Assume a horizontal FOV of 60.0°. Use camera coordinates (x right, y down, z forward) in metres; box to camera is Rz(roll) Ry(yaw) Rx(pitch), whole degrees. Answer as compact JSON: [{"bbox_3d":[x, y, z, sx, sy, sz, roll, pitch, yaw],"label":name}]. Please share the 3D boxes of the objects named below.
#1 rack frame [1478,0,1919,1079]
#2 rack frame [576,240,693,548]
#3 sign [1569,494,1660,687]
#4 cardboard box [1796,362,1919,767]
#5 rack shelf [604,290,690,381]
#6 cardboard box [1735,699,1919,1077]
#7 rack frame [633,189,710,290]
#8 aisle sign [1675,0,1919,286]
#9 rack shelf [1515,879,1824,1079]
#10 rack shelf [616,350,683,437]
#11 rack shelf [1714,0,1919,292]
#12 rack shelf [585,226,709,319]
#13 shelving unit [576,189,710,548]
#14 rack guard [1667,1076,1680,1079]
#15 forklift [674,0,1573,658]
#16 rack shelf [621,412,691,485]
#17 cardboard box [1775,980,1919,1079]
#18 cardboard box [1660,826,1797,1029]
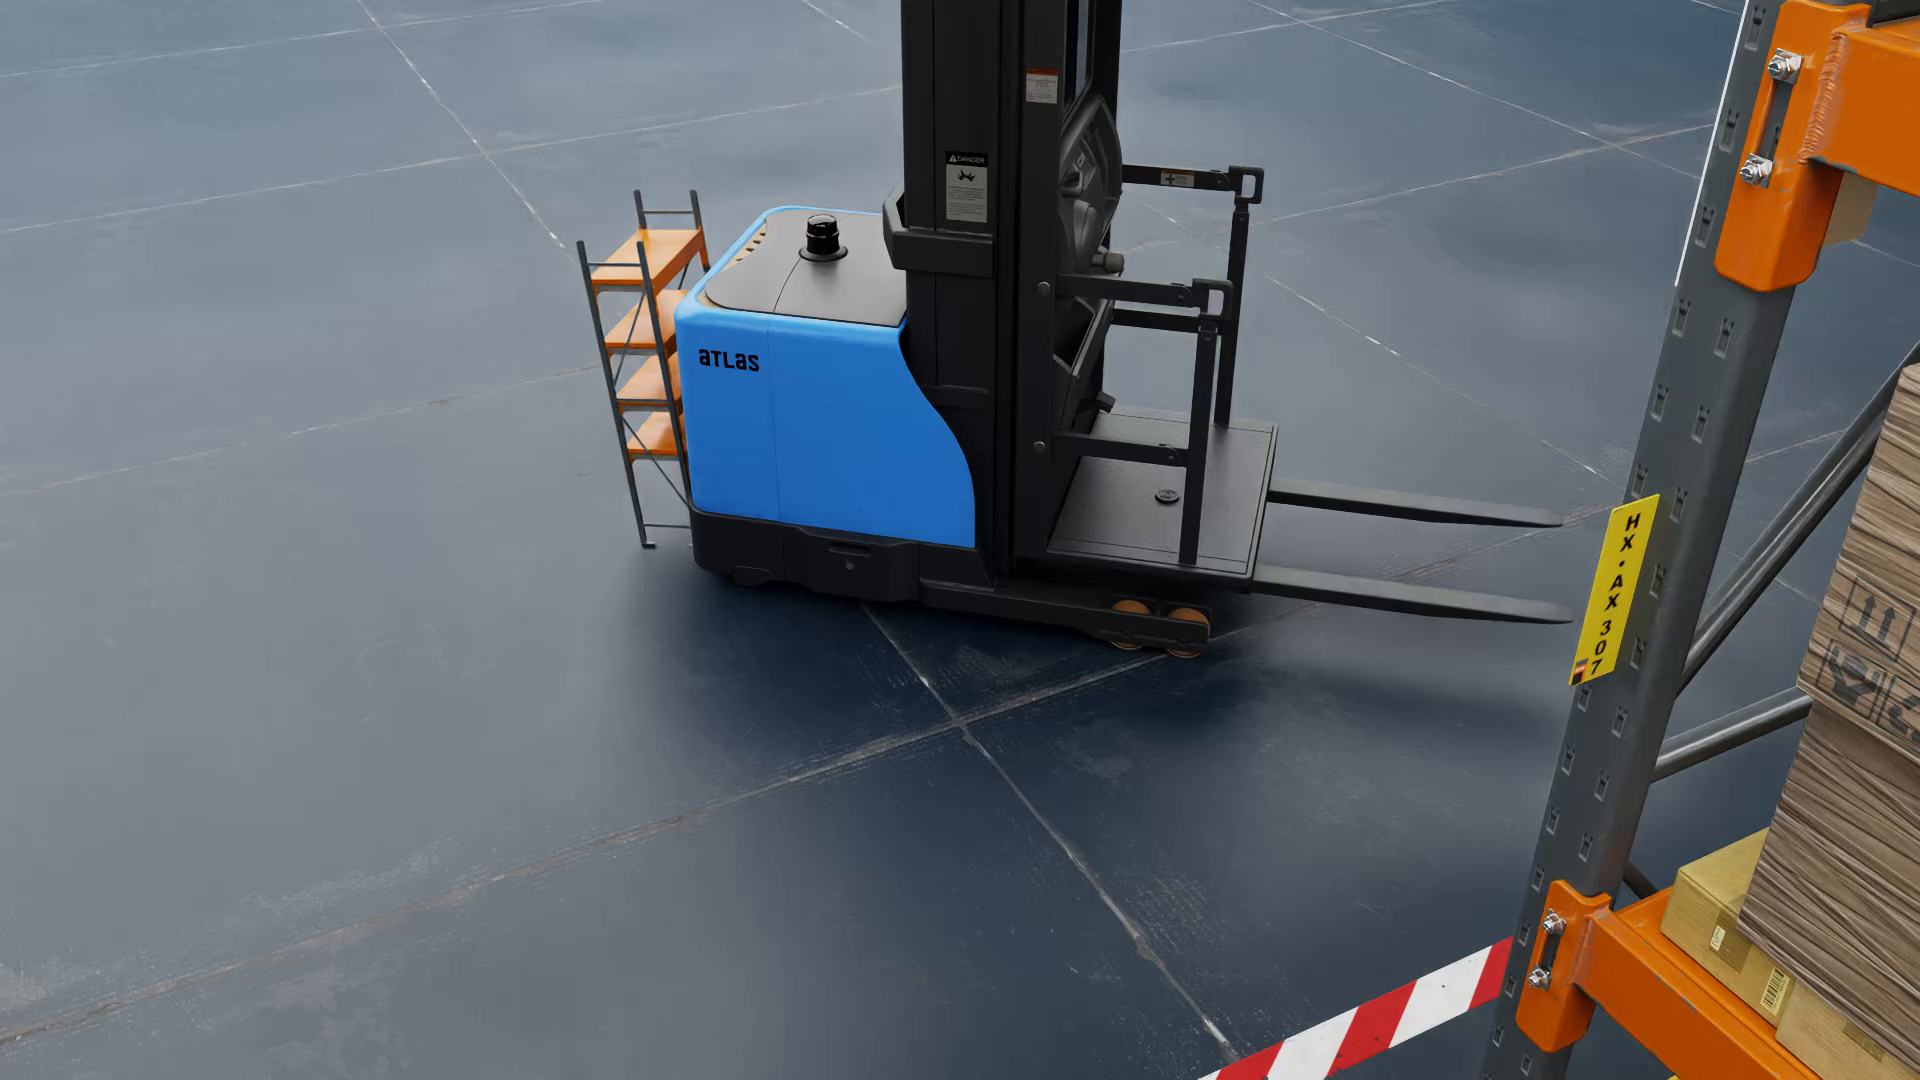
[{"bbox_3d":[1.477,0.309,2.987,0.949,2.616,0.053,-16,36,-23],"label":"rack frame"},{"bbox_3d":[-1.124,-0.491,5.884,0.240,1.200,0.015,3,32,14],"label":"rack frame"},{"bbox_3d":[1.000,0.080,2.541,0.100,0.325,0.005,-16,36,-23],"label":"sign"},{"bbox_3d":[1.495,0.051,2.094,0.500,0.500,0.500,-16,36,-23],"label":"cardboard box"},{"bbox_3d":[-1.081,-0.751,6.003,0.258,0.148,0.480,3,32,14],"label":"rack shelf"},{"bbox_3d":[1.712,0.410,2.460,0.875,0.500,0.500,-16,36,-23],"label":"cardboard box"},{"bbox_3d":[-1.011,-0.746,6.284,0.240,1.200,0.015,3,32,14],"label":"rack frame"},{"bbox_3d":[1.186,-0.740,2.215,0.394,0.787,0.004,-16,36,-23],"label":"aisle sign"},{"bbox_3d":[2.413,1.566,1.692,1.077,0.370,4.000,-16,36,-23],"label":"rack shelf"},{"bbox_3d":[-1.062,-0.561,6.119,0.258,0.148,0.480,3,32,14],"label":"rack shelf"},{"bbox_3d":[2.413,0.303,0.883,1.077,0.370,4.000,-16,36,-23],"label":"rack shelf"},{"bbox_3d":[-1.101,-0.953,5.880,0.258,0.148,0.480,3,32,14],"label":"rack shelf"},{"bbox_3d":[-1.068,-0.618,6.084,0.258,1.200,0.503,3,32,14],"label":"shelving unit"},{"bbox_3d":[1.516,1.397,3.606,1.175,0.500,0.348,-16,36,-23],"label":"rack guard"},{"bbox_3d":[0.611,-1.152,5.332,3.031,2.935,1.130,8,33,12],"label":"forklift"},{"bbox_3d":[-1.045,-0.392,6.222,0.258,0.148,0.480,3,32,14],"label":"rack shelf"},{"bbox_3d":[1.502,0.734,2.556,0.380,0.149,0.250,-16,36,-23],"label":"cardboard box"},{"bbox_3d":[1.402,0.610,2.750,0.380,0.149,0.250,-16,36,-23],"label":"cardboard box"}]
